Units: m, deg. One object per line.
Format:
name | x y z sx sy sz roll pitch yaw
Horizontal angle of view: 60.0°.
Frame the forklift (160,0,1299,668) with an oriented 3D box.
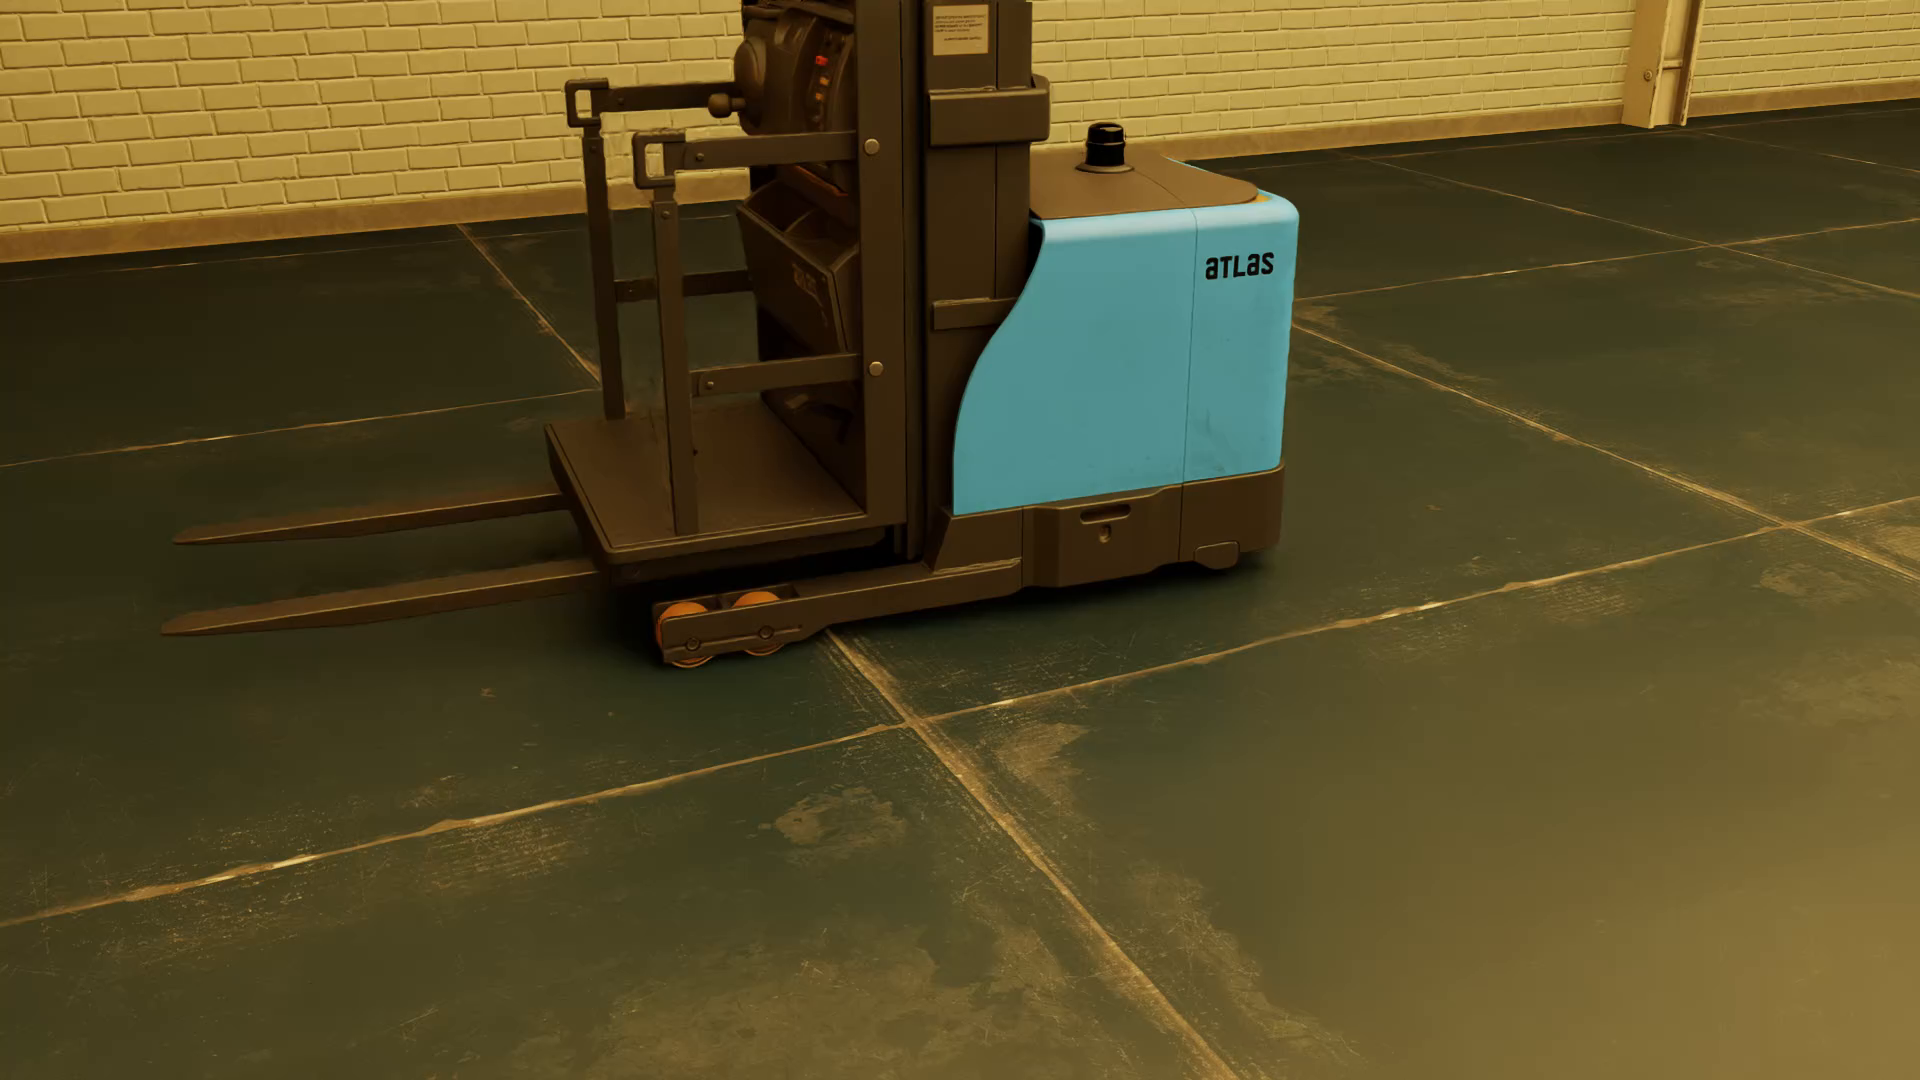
forklift | -0.624 -1.251 4.299 3.031 2.935 1.130 -8 24 -19
